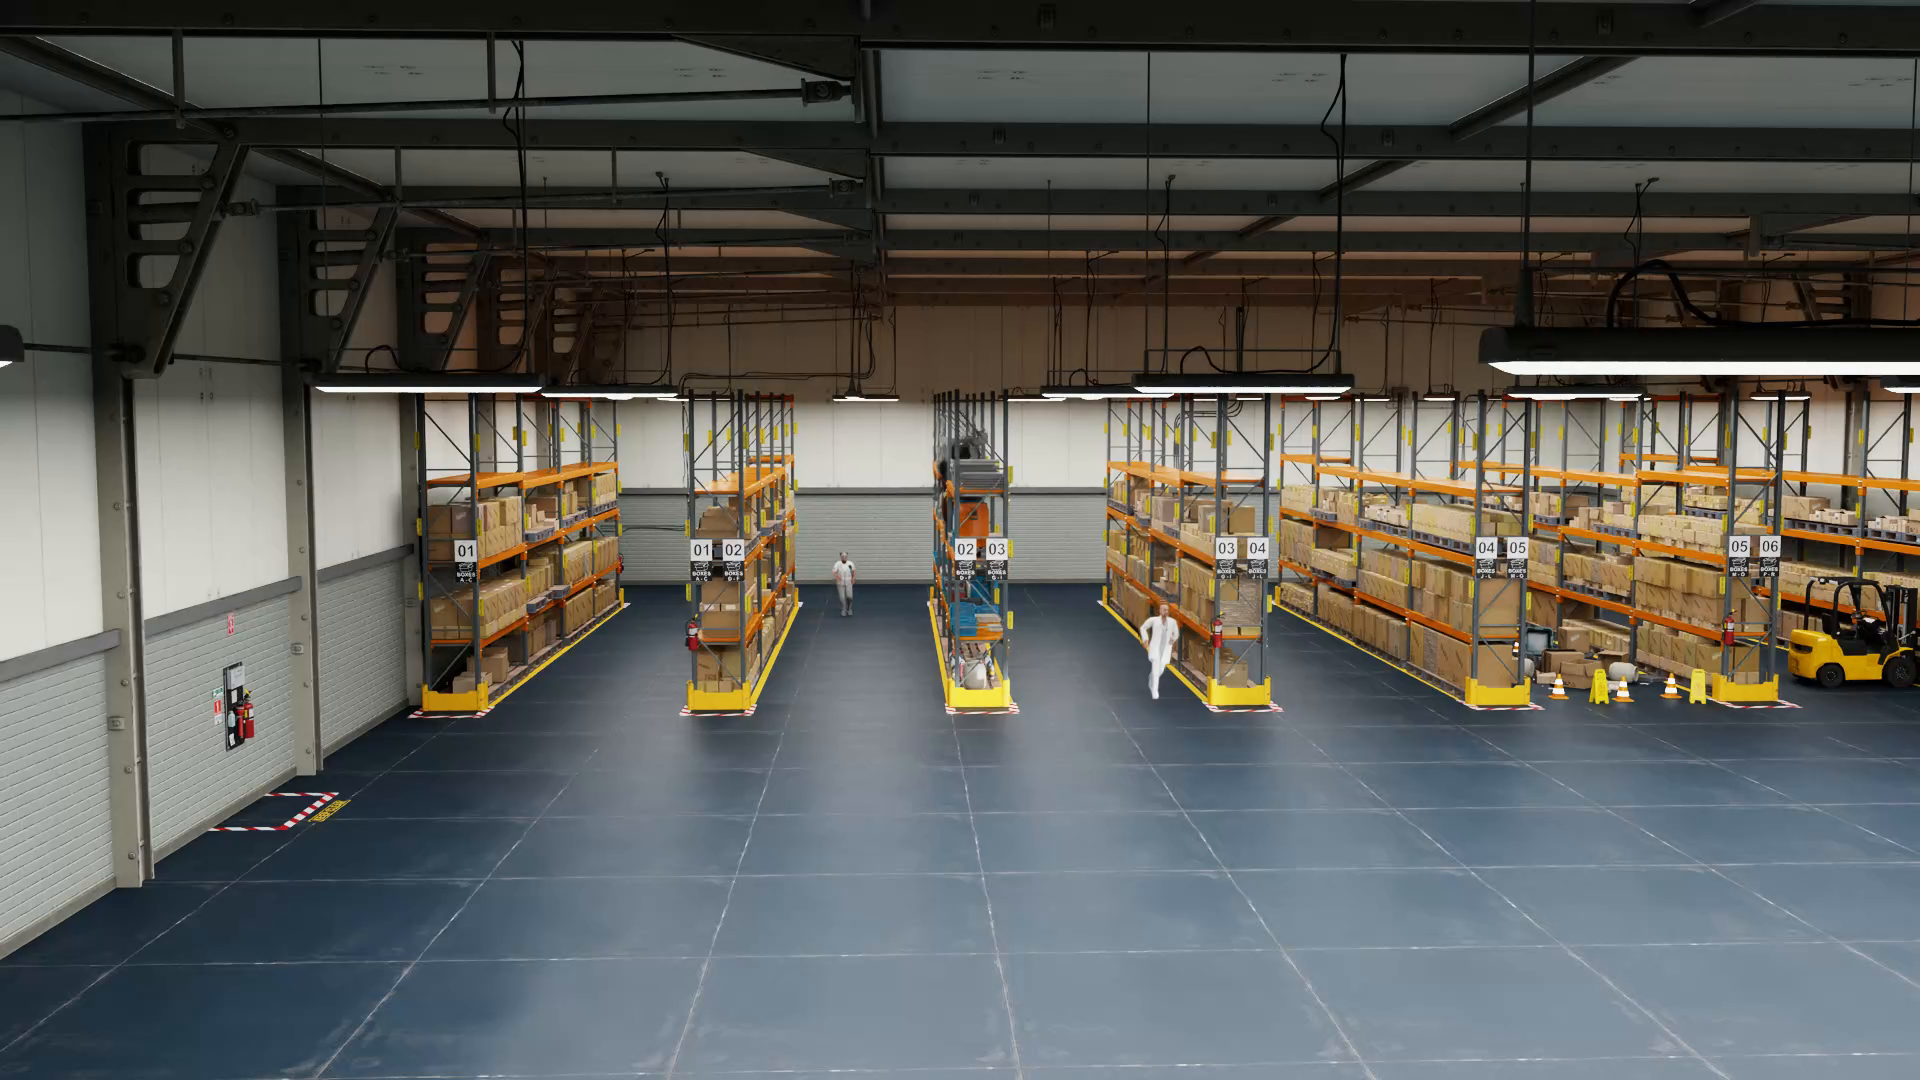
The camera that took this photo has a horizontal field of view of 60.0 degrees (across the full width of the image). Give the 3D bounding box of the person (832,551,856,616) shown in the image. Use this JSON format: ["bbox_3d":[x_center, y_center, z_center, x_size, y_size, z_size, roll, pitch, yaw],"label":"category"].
[{"bbox_3d":[-3.124,1.197,44.901,0.655,1.784,0.685,-1,5,-7],"label":"person"}]

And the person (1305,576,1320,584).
[{"bbox_3d":[10.356,0.923,48.751,0.667,1.655,0.705,4,6,37],"label":"person"}]

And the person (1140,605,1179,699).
[{"bbox_3d":[3.858,2.119,32.011,0.749,1.762,0.903,-1,5,-8],"label":"person"}]
